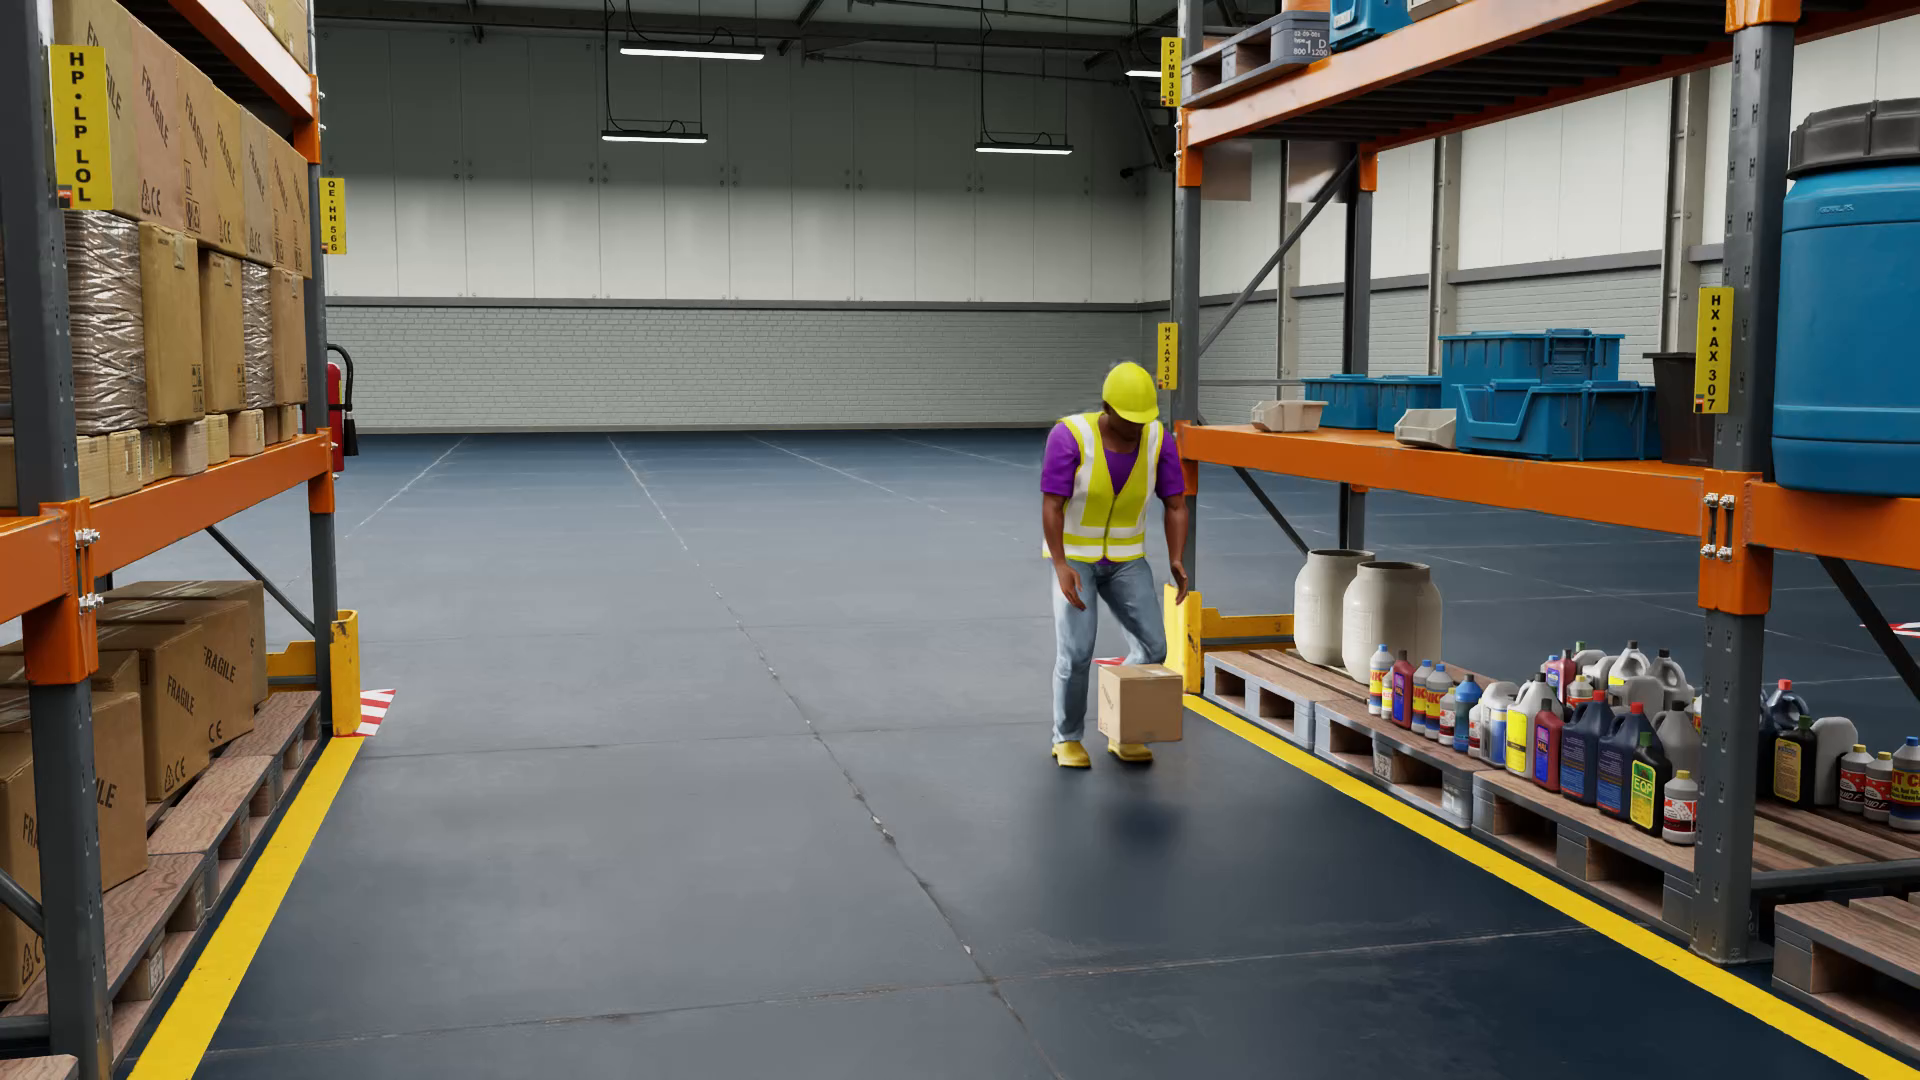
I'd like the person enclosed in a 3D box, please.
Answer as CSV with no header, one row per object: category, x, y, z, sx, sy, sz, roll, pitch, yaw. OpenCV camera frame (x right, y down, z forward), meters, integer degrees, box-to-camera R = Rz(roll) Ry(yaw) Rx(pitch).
person,0.615,0.095,6.685,0.616,1.614,0.599,-1,6,-13
